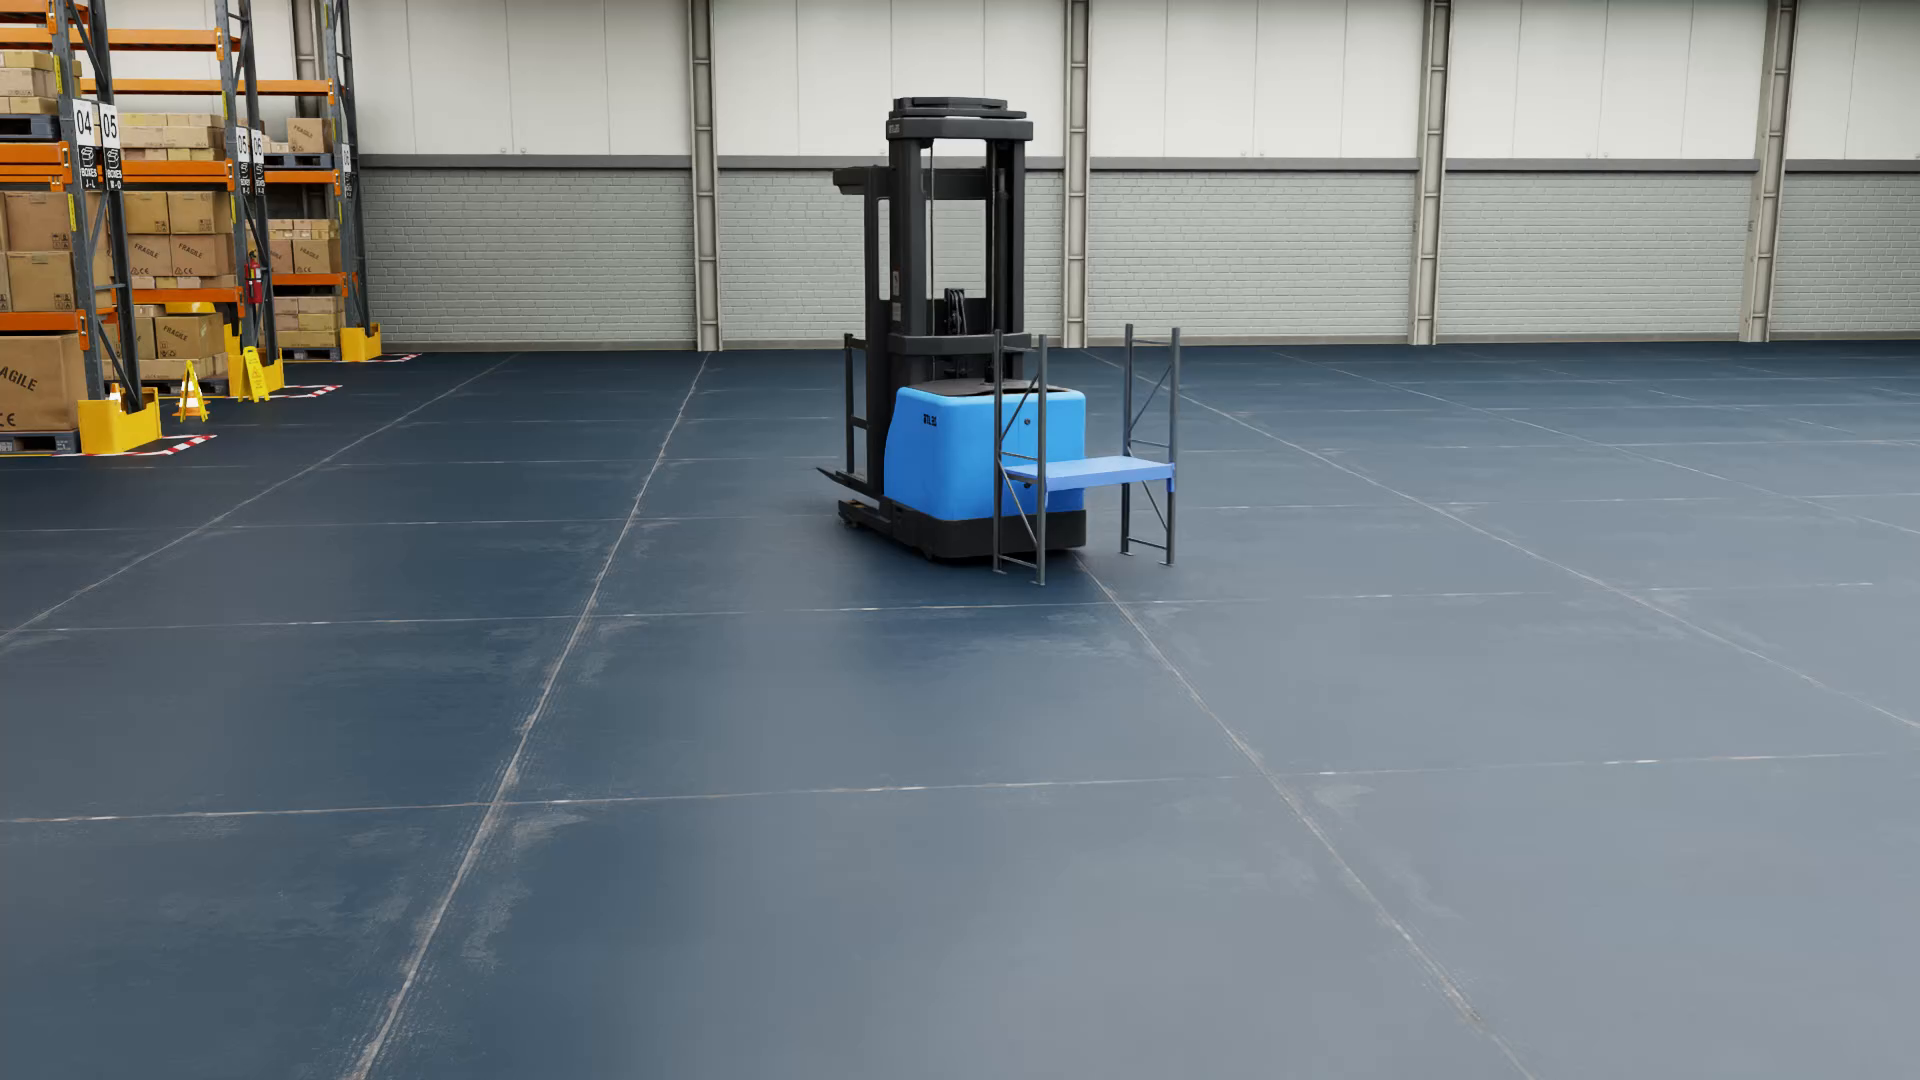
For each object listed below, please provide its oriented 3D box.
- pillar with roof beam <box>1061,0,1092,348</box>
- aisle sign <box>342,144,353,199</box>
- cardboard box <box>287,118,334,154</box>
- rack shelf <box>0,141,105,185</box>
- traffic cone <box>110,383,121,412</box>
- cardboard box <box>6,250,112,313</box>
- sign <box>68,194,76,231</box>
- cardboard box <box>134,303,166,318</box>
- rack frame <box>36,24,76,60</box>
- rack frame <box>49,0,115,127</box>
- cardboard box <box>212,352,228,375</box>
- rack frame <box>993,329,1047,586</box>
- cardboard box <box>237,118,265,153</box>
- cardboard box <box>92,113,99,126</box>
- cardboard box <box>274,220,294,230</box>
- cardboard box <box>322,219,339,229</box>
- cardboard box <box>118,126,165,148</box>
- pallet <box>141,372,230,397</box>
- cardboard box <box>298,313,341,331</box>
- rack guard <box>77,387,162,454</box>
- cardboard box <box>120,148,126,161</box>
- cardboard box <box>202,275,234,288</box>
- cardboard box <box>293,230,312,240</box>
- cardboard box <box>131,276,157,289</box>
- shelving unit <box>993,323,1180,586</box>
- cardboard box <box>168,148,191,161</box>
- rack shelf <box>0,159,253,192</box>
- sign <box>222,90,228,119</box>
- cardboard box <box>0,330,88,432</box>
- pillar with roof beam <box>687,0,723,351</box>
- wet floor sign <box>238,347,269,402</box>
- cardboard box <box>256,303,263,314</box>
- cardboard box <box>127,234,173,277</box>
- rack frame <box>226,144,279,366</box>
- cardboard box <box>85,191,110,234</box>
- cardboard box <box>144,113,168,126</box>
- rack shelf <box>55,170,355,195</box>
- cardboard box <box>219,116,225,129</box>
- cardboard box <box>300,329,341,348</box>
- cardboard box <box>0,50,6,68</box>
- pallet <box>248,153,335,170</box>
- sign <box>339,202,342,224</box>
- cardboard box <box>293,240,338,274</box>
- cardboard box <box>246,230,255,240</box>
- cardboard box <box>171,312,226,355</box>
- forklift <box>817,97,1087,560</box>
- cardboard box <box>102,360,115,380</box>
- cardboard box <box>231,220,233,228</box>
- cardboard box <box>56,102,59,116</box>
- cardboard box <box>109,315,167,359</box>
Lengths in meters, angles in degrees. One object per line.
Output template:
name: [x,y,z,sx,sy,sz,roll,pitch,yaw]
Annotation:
pillar with roof beam: [2.363,-6.804,22.652,0.400,9.000,9.100,-1,11,-6]
aisle sign: [-9.145,-5.499,24.822,0.004,0.787,0.394,-1,11,-6]
cardboard box: [-9.656,-5.998,24.719,0.500,0.500,0.500,-1,11,-4]
rack shelf: [-10.056,-3.456,15.261,4.000,0.370,1.077,-1,11,-6]
traffic cone: [-8.749,-1.396,17.267,0.334,0.463,0.336,-1,11,-6]
cardboard box: [-8.432,-2.436,15.595,0.550,0.550,0.875,-1,11,-6]
sign: [-8.023,-2.959,15.028,0.005,0.325,0.100,-1,11,-6]
cardboard box: [-9.829,-2.782,20.157,0.250,0.149,0.380,-1,11,-4]
rack frame: [-13.219,-7.138,24.350,0.127,3.000,1.000,-1,11,-6]
rack frame: [-8.068,-5.323,15.115,0.127,3.000,1.000,-1,11,-6]
cardboard box: [-9.534,-2.219,20.920,0.500,0.250,0.500,-1,11,-7]
rack frame: [0.358,-0.501,10.030,0.032,1.500,0.500,-7,13,-33]
cardboard box: [-10.685,-5.996,24.708,0.500,0.500,0.700,-1,11,-6]
cardboard box: [-10.284,-4.996,19.813,0.250,0.149,0.380,-2,11,-8]
cardboard box: [-10.075,-4.722,24.898,0.250,0.149,0.380,-1,11,-5]
cardboard box: [-9.599,-4.825,25.425,0.250,0.149,0.380,-1,11,-7]
cardboard box: [-9.684,-4.800,19.852,0.500,0.250,0.500,-1,11,-7]
pallet: [-9.590,-1.946,20.721,1.213,0.211,1.003,-1,11,-6]
cardboard box: [-9.692,-3.310,25.173,0.500,0.250,0.500,-1,11,-7]
rack guard: [-8.044,-1.153,15.937,0.348,0.500,1.175,-1,11,-6]
cardboard box: [-10.040,-4.596,19.848,0.250,0.149,0.380,-1,11,-7]
cardboard box: [-9.051,-3.154,20.287,0.250,0.149,0.380,-1,11,-4]
cardboard box: [-9.808,-4.573,24.914,0.250,0.149,0.380,-1,11,-5]
cardboard box: [-9.801,-3.115,20.089,0.250,0.149,0.380,-1,11,-5]
shelving unit: [0.783,-0.555,10.305,1.048,1.500,0.538,-7,13,-33]
cardboard box: [-9.271,-4.602,19.877,0.250,0.149,0.380,-1,11,-6]
rack shelf: [-10.691,-4.403,20.079,4.000,0.370,1.077,-1,11,-6]
sign: [-8.663,-5.126,19.593,0.005,0.325,0.100,-1,11,-6]
cardboard box: [-8.735,-1.516,15.721,0.875,0.875,0.875,-1,11,-6]
pillar with roof beam: [-3.602,-6.679,22.016,0.400,9.000,9.100,-1,11,-6]
wet floor sign: [-8.398,-1.970,19.715,0.232,0.644,0.267,3,11,14]
cardboard box: [-10.674,-3.532,25.005,0.500,0.250,0.500,-1,11,-5]
cardboard box: [-9.711,-3.448,20.098,0.500,0.500,0.500,-1,11,-6]
rack frame: [-8.703,-3.326,20.511,0.127,3.000,1.000,-1,11,-6]
cardboard box: [-10.187,-3.920,19.909,0.500,0.500,0.700,-1,11,-7]
cardboard box: [-9.519,-4.996,19.810,0.250,0.149,0.380,-1,11,-7]
rack shelf: [-11.231,-5.355,24.921,4.000,0.370,1.077,-1,11,-6]
cardboard box: [-9.078,-5.098,20.330,0.250,0.149,0.380,-1,11,-6]
cardboard box: [-9.675,-3.065,25.220,0.500,0.250,0.500,-1,11,-6]
cardboard box: [-8.614,-4.297,14.909,0.250,0.149,0.380,-1,11,-6]
pallet: [-9.948,-5.697,25.022,1.213,0.211,1.003,-1,11,-6]
sign: [-9.198,-4.858,24.687,0.005,0.325,0.100,-1,11,-6]
cardboard box: [-9.703,-4.266,25.035,0.500,0.500,0.500,-1,11,-7]
cardboard box: [-10.580,-4.562,24.857,0.250,0.149,0.380,-2,11,-8]
cardboard box: [-9.558,-2.587,20.845,0.500,0.500,0.500,-2,11,-8]
forklift: [-0.226,-1.556,11.682,1.130,2.935,3.031,-5,12,-23]
cardboard box: [-10.513,-2.093,20.280,0.500,0.250,0.500,-2,11,-8]
cardboard box: [-10.834,-4.698,24.775,0.250,0.149,0.380,-1,11,-5]
cardboard box: [-8.443,-4.037,15.654,0.250,0.149,0.380,-1,11,-6]
cardboard box: [-9.989,-2.473,20.266,0.500,0.500,0.500,-1,11,-4]
